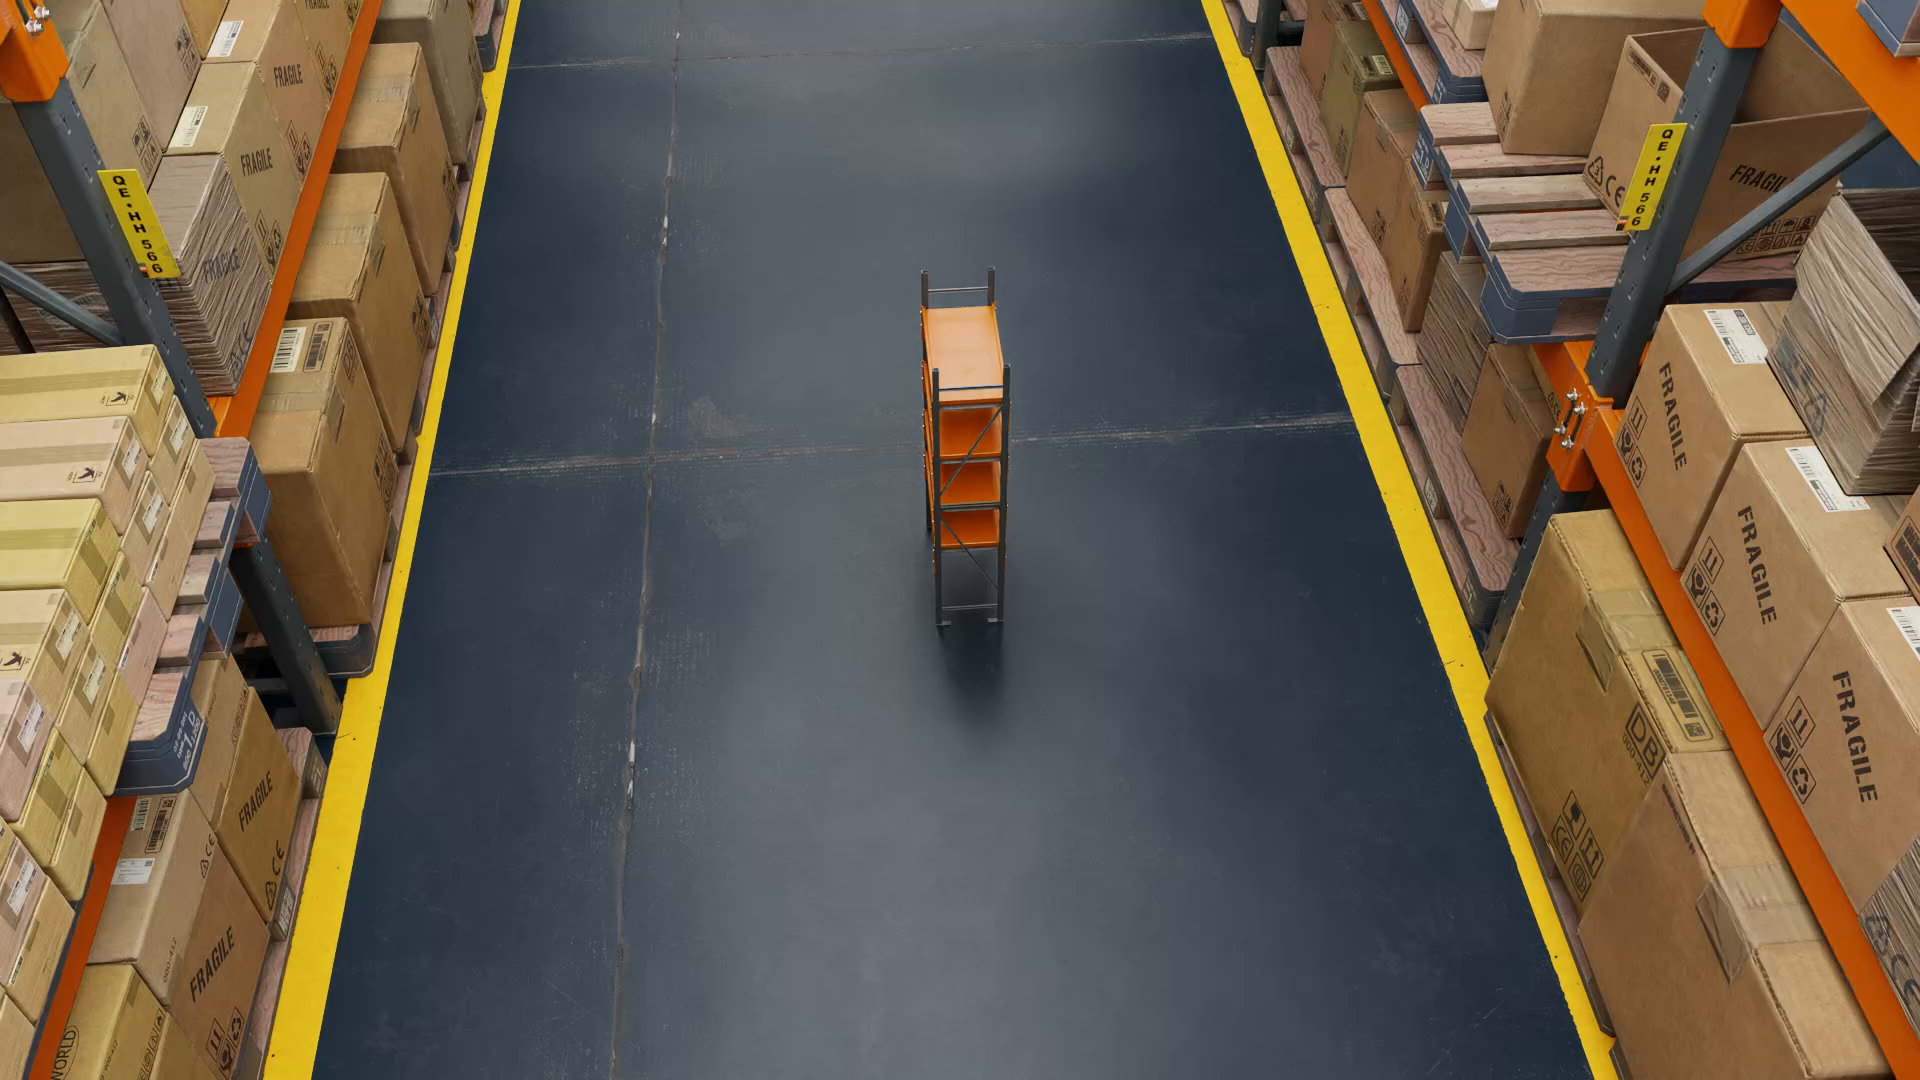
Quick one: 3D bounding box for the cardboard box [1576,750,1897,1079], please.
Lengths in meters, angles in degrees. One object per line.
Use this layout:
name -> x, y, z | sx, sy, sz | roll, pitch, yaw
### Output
cardboard box -> 2.445, 1.121, 4.296 | 1.225, 0.875, 0.875 | -3, 47, -3

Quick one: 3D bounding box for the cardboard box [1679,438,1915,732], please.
cardboard box -> 2.156, 0.096, 4.024 | 0.500, 0.500, 0.500 | -5, 47, -4

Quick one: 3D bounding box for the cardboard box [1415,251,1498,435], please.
cardboard box -> 2.206, -0.787, 6.348 | 0.700, 0.500, 0.500 | -7, 47, -7

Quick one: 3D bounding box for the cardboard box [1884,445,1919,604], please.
cardboard box -> 2.438, 0.011, 3.413 | 0.797, 0.503, 0.637 | -3, 47, -2

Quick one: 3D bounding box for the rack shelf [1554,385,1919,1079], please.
rack shelf -> 2.509, 1.084, 3.653 | 1.077, 0.370, 4.000 | -3, 47, -3

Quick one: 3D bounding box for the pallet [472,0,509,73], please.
pallet -> -2.930, -2.873, 8.825 | 1.003, 0.211, 1.213 | -3, 47, -3

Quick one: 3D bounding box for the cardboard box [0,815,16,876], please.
cardboard box -> -2.006, 0.617, 3.073 | 0.380, 0.149, 0.250 | -1, 47, -1

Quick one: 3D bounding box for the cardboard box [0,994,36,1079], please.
cardboard box -> -1.982, 1.014, 3.108 | 0.380, 0.149, 0.250 | -5, 47, -5

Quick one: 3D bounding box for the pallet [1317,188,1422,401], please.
pallet -> 2.178, -1.098, 7.145 | 1.003, 0.211, 1.213 | -3, 47, -3

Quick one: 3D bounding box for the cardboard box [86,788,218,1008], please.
cardboard box -> -2.238, 0.918, 4.230 | 0.500, 0.250, 0.500 | -3, 47, -3

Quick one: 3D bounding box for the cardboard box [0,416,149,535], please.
cardboard box -> -2.093, -0.136, 3.787 | 0.380, 0.149, 0.250 | -4, 47, -4

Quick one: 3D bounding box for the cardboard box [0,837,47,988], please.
cardboard box -> -2.004, 0.720, 3.181 | 0.380, 0.149, 0.250 | -2, 47, -2

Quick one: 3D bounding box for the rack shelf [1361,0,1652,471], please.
rack shelf -> 2.174, -1.810, 6.394 | 1.077, 0.370, 4.000 | -3, 47, -3

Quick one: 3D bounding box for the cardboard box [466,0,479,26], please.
cardboard box -> -2.928, -3.150, 8.341 | 0.875, 0.875, 0.875 | -3, 47, -3

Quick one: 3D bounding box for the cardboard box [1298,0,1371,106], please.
cardboard box -> 2.036, -2.351, 7.829 | 0.700, 0.500, 0.500 | -7, 47, -6

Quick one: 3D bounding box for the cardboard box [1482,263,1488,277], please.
cardboard box -> 2.201, -1.027, 6.058 | 0.500, 0.250, 0.500 | 1, 47, 1

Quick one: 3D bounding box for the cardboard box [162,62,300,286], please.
cardboard box -> -2.424, -1.126, 5.181 | 0.500, 0.500, 0.500 | -4, 47, -4

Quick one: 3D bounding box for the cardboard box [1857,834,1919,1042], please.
cardboard box -> 2.243, 0.828, 3.331 | 0.500, 0.500, 0.500 | -3, 47, -3

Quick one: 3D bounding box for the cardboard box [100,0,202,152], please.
cardboard box -> -2.681, -1.452, 4.802 | 0.700, 0.500, 0.500 | -4, 47, -4

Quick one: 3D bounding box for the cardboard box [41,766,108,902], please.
cardboard box -> -2.028, 0.629, 3.472 | 0.380, 0.149, 0.250 | -5, 47, -5

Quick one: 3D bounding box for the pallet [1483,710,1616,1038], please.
pallet -> 2.332, 0.923, 5.230 | 1.003, 0.211, 1.213 | -3, 47, -3

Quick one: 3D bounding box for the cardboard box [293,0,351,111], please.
cardboard box -> -2.505, -1.851, 5.868 | 0.500, 0.500, 0.500 | -4, 47, -4

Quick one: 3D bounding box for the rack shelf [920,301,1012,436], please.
rack shelf -> 0.014, -0.563, 5.416 | 0.258, 0.148, 0.480 | -3, 47, -3

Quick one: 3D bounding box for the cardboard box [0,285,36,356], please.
cardboard box -> -2.915, -0.726, 4.803 | 0.500, 0.500, 0.500 | -3, 47, -3

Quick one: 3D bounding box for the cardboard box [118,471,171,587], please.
cardboard box -> -2.091, -0.020, 3.882 | 0.380, 0.149, 0.250 | -2, 47, -2

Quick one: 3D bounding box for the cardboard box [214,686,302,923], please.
cardboard box -> -2.294, 0.793, 4.866 | 0.500, 0.500, 0.500 | -4, 47, -3

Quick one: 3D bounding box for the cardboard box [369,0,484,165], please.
cardboard box -> -2.803, -2.204, 7.531 | 1.050, 0.750, 0.750 | -4, 47, -3

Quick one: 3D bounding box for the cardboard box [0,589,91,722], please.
cardboard box -> -2.045, 0.246, 3.425 | 0.380, 0.149, 0.250 | -2, 47, -2

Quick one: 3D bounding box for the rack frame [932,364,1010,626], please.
rack frame -> 0.034, -0.116, 5.534 | 0.240, 1.200, 0.015 | -3, 47, -3

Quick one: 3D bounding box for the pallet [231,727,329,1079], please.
pallet -> -2.546, 1.142, 5.023 | 1.003, 0.211, 1.213 | -3, 47, -3

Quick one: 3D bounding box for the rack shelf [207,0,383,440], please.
rack shelf -> -2.777, -1.582, 6.178 | 1.077, 0.370, 4.000 | -3, 47, -3

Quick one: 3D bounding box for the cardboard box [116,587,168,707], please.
cardboard box -> -2.069, 0.254, 3.827 | 0.380, 0.149, 0.250 | -3, 47, -3

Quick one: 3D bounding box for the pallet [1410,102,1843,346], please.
pallet -> 2.175, -1.054, 5.314 | 1.213, 0.211, 1.003 | -3, 47, -3

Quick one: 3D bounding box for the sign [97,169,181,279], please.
sign -> -2.070, -0.793, 4.192 | 0.100, 0.325, 0.005 | -3, 47, -3

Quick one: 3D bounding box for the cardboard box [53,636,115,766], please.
cardboard box -> -2.046, 0.351, 3.530 | 0.380, 0.149, 0.250 | -3, 47, -3

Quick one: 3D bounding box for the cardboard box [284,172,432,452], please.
cardboard box -> -2.648, -0.832, 6.232 | 1.050, 0.750, 0.750 | -3, 47, -3

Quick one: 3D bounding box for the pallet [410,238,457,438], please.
pallet -> -2.700, -0.879, 6.937 | 1.003, 0.211, 1.213 | -3, 47, -3

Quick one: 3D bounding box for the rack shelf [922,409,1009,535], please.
rack shelf -> 0.014, -0.247, 5.750 | 0.258, 0.148, 0.480 | -3, 47, -3

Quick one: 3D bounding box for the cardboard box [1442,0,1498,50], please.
cardboard box -> 1.933, -1.899, 5.786 | 0.396, 0.266, 0.258 | -5, 47, -4

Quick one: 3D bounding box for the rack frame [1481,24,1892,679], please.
rack frame -> 2.341, -0.611, 4.763 | 1.000, 3.000, 0.127 | -3, 47, -3

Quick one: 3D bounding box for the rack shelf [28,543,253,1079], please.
rack shelf -> -2.442, 1.312, 3.437 | 1.077, 0.370, 4.000 | -3, 47, -3

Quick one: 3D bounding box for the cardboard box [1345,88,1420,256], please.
cardboard box -> 2.105, -1.600, 7.118 | 0.700, 0.500, 0.500 | -7, 47, -7

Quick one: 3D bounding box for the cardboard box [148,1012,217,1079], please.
cardboard box -> -2.194, 1.550, 4.148 | 0.500, 0.500, 0.500 | -5, 47, -5

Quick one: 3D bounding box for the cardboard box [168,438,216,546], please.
cardboard box -> -2.110, -0.112, 4.173 | 0.380, 0.149, 0.250 | -3, 47, -3

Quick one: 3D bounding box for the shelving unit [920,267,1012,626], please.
shelving unit -> 0.014, -0.293, 5.701 | 0.258, 1.200, 0.503 | -3, 47, -3

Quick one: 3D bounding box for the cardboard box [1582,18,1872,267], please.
cardboard box -> 2.256, -1.178, 4.942 | 0.500, 0.500, 0.500 | -9, 47, -8

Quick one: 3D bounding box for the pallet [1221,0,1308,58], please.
pallet -> 1.915, -3.030, 8.974 | 1.003, 0.211, 1.213 | -3, 47, -3

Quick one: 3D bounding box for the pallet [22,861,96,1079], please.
pallet -> -2.403, 1.113, 3.262 | 1.003, 0.211, 1.213 | -3, 47, -3
